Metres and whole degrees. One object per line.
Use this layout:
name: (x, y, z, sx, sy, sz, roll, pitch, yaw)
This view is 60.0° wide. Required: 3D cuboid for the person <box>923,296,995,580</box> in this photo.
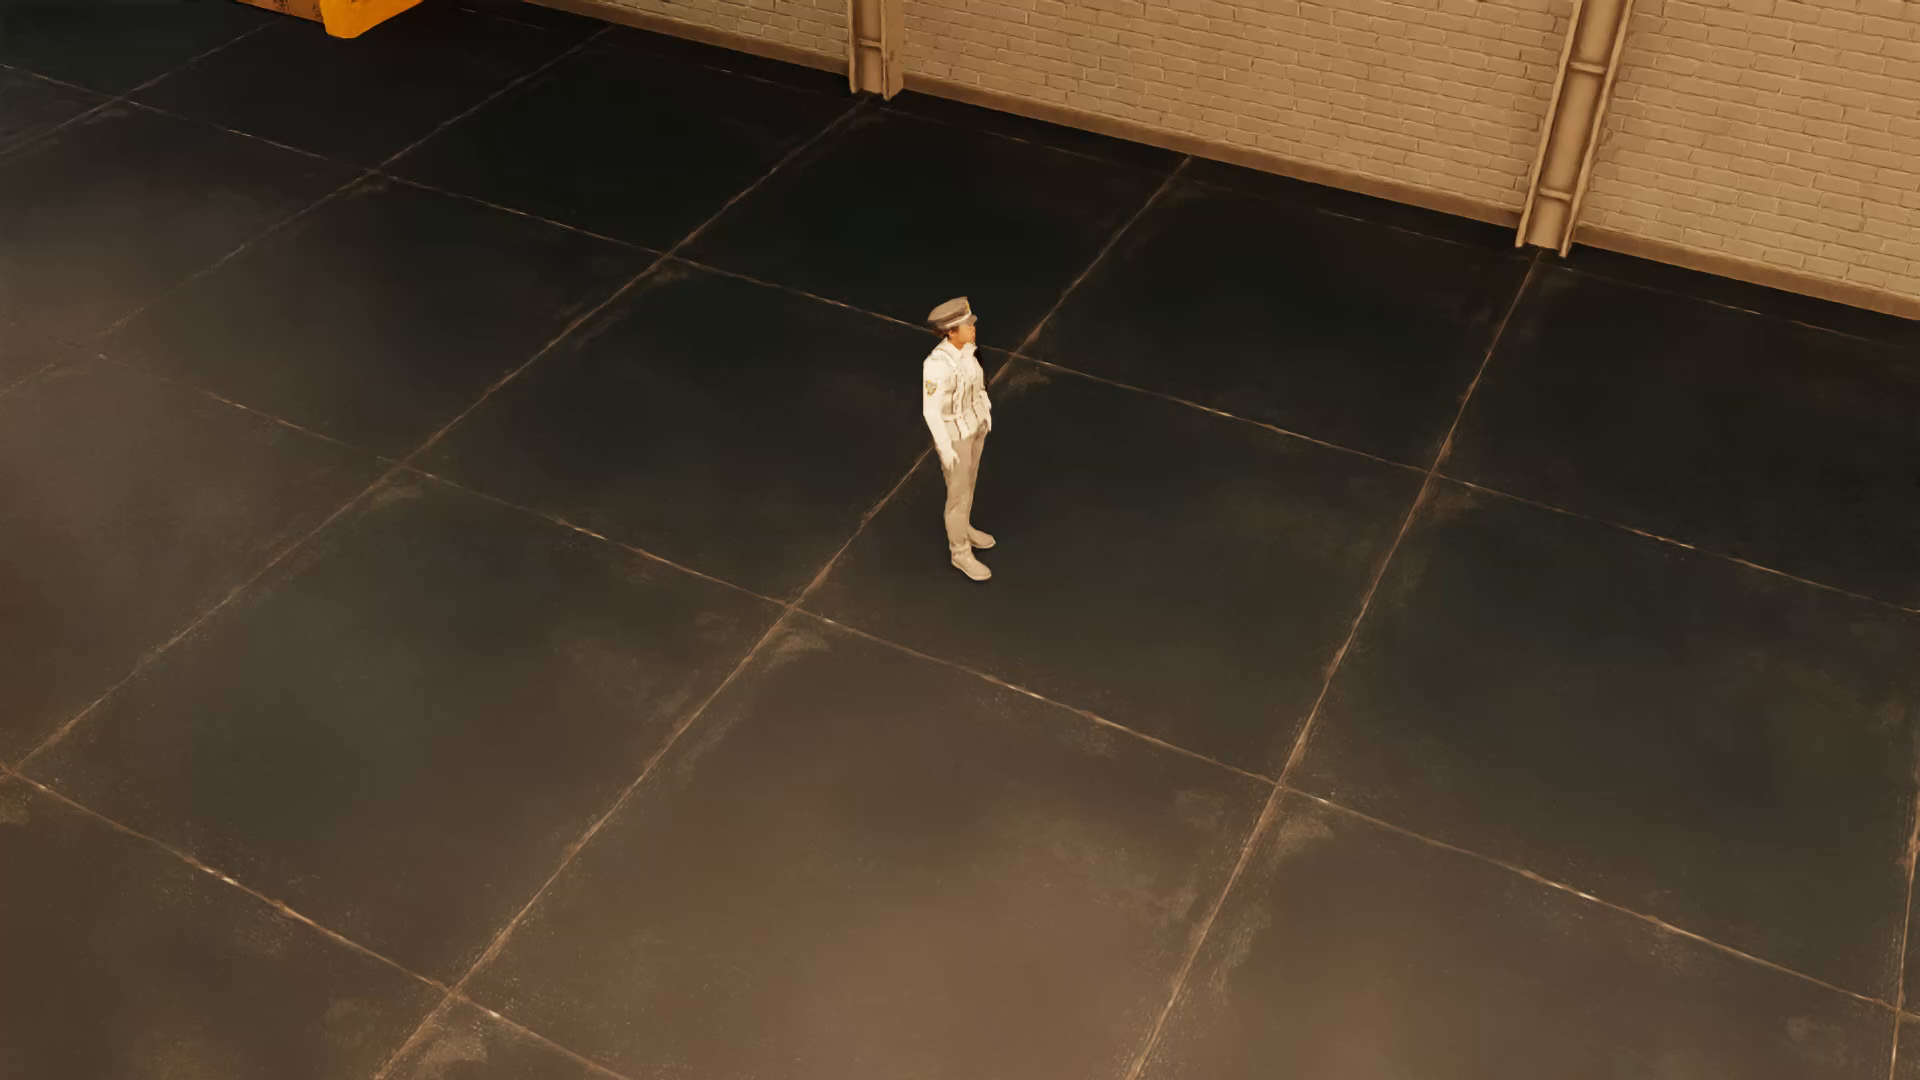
person: (0.057, -0.630, 9.682, 0.532, 1.695, 0.586, 18, 43, 21)
